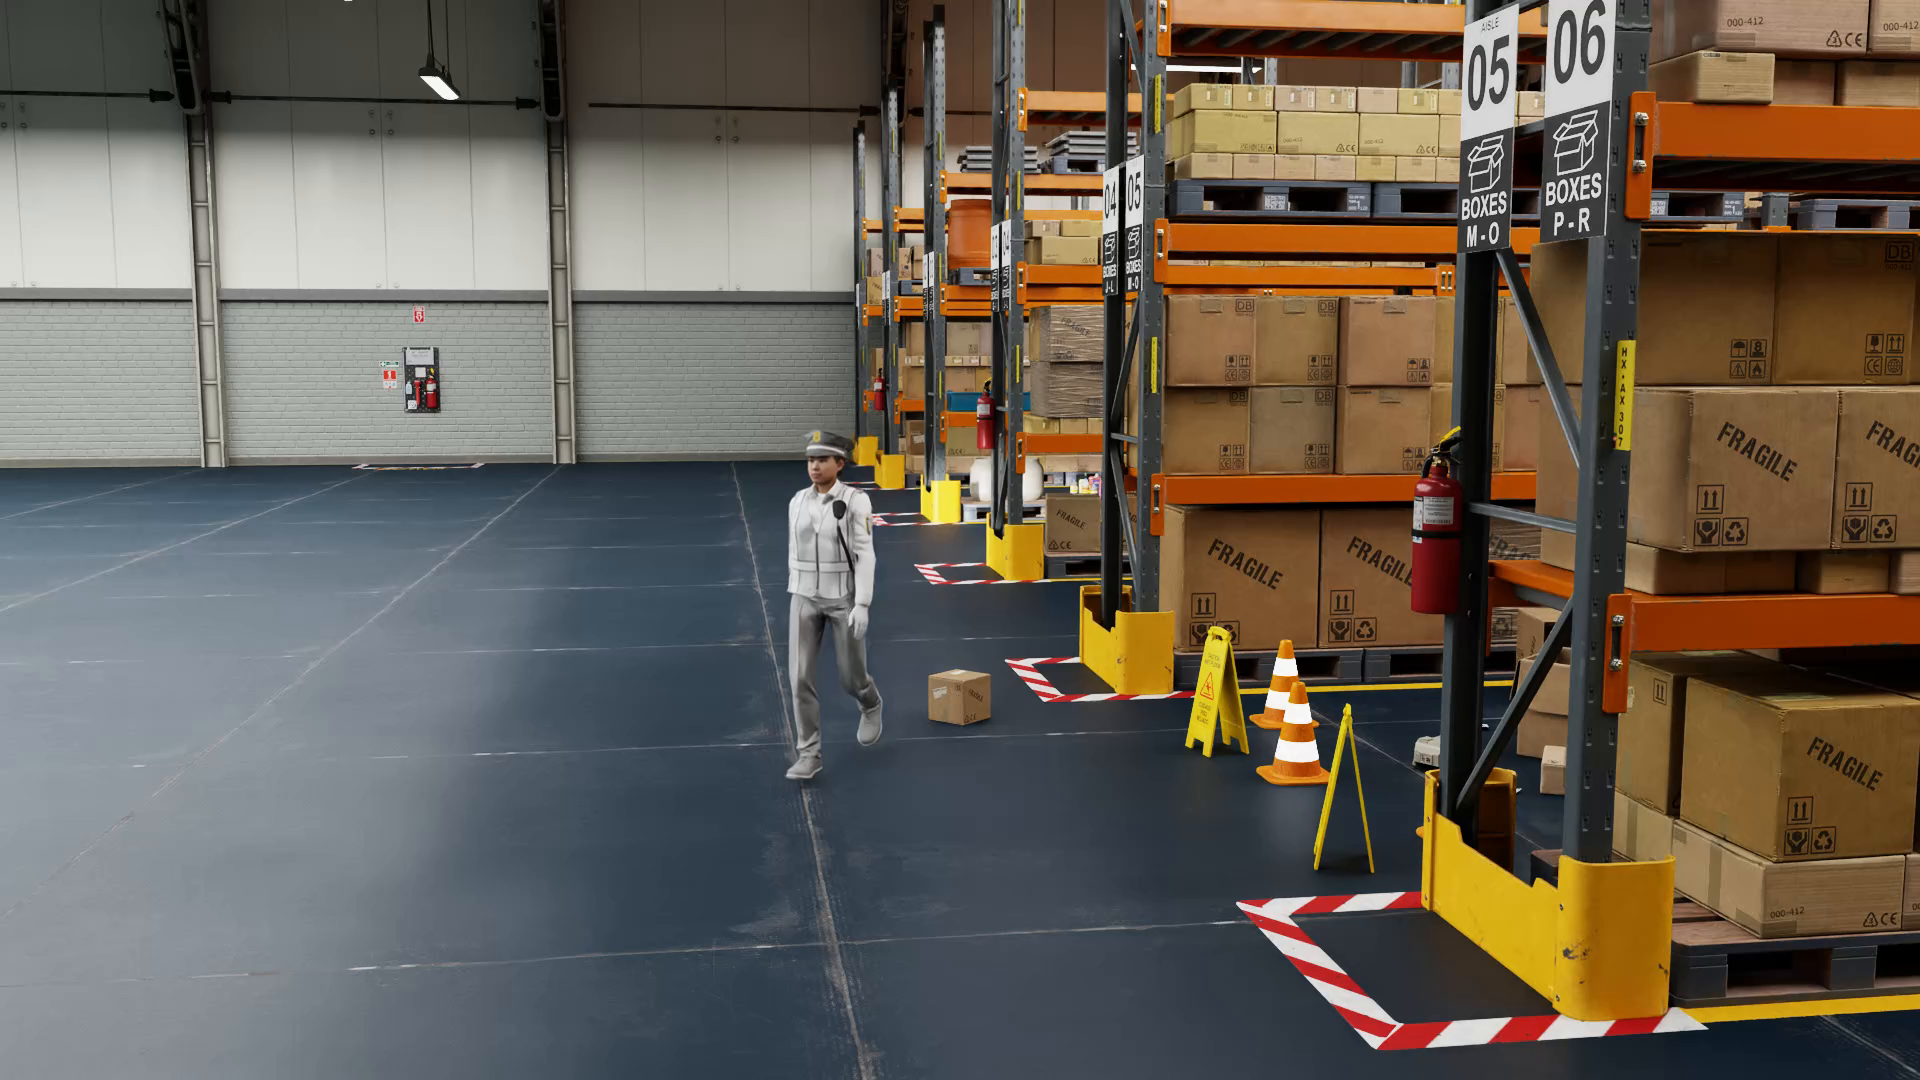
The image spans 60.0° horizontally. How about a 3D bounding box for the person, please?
[{"bbox_3d":[-0.620,0.285,8.090,0.486,1.655,0.770,2,7,15],"label":"person"}]
